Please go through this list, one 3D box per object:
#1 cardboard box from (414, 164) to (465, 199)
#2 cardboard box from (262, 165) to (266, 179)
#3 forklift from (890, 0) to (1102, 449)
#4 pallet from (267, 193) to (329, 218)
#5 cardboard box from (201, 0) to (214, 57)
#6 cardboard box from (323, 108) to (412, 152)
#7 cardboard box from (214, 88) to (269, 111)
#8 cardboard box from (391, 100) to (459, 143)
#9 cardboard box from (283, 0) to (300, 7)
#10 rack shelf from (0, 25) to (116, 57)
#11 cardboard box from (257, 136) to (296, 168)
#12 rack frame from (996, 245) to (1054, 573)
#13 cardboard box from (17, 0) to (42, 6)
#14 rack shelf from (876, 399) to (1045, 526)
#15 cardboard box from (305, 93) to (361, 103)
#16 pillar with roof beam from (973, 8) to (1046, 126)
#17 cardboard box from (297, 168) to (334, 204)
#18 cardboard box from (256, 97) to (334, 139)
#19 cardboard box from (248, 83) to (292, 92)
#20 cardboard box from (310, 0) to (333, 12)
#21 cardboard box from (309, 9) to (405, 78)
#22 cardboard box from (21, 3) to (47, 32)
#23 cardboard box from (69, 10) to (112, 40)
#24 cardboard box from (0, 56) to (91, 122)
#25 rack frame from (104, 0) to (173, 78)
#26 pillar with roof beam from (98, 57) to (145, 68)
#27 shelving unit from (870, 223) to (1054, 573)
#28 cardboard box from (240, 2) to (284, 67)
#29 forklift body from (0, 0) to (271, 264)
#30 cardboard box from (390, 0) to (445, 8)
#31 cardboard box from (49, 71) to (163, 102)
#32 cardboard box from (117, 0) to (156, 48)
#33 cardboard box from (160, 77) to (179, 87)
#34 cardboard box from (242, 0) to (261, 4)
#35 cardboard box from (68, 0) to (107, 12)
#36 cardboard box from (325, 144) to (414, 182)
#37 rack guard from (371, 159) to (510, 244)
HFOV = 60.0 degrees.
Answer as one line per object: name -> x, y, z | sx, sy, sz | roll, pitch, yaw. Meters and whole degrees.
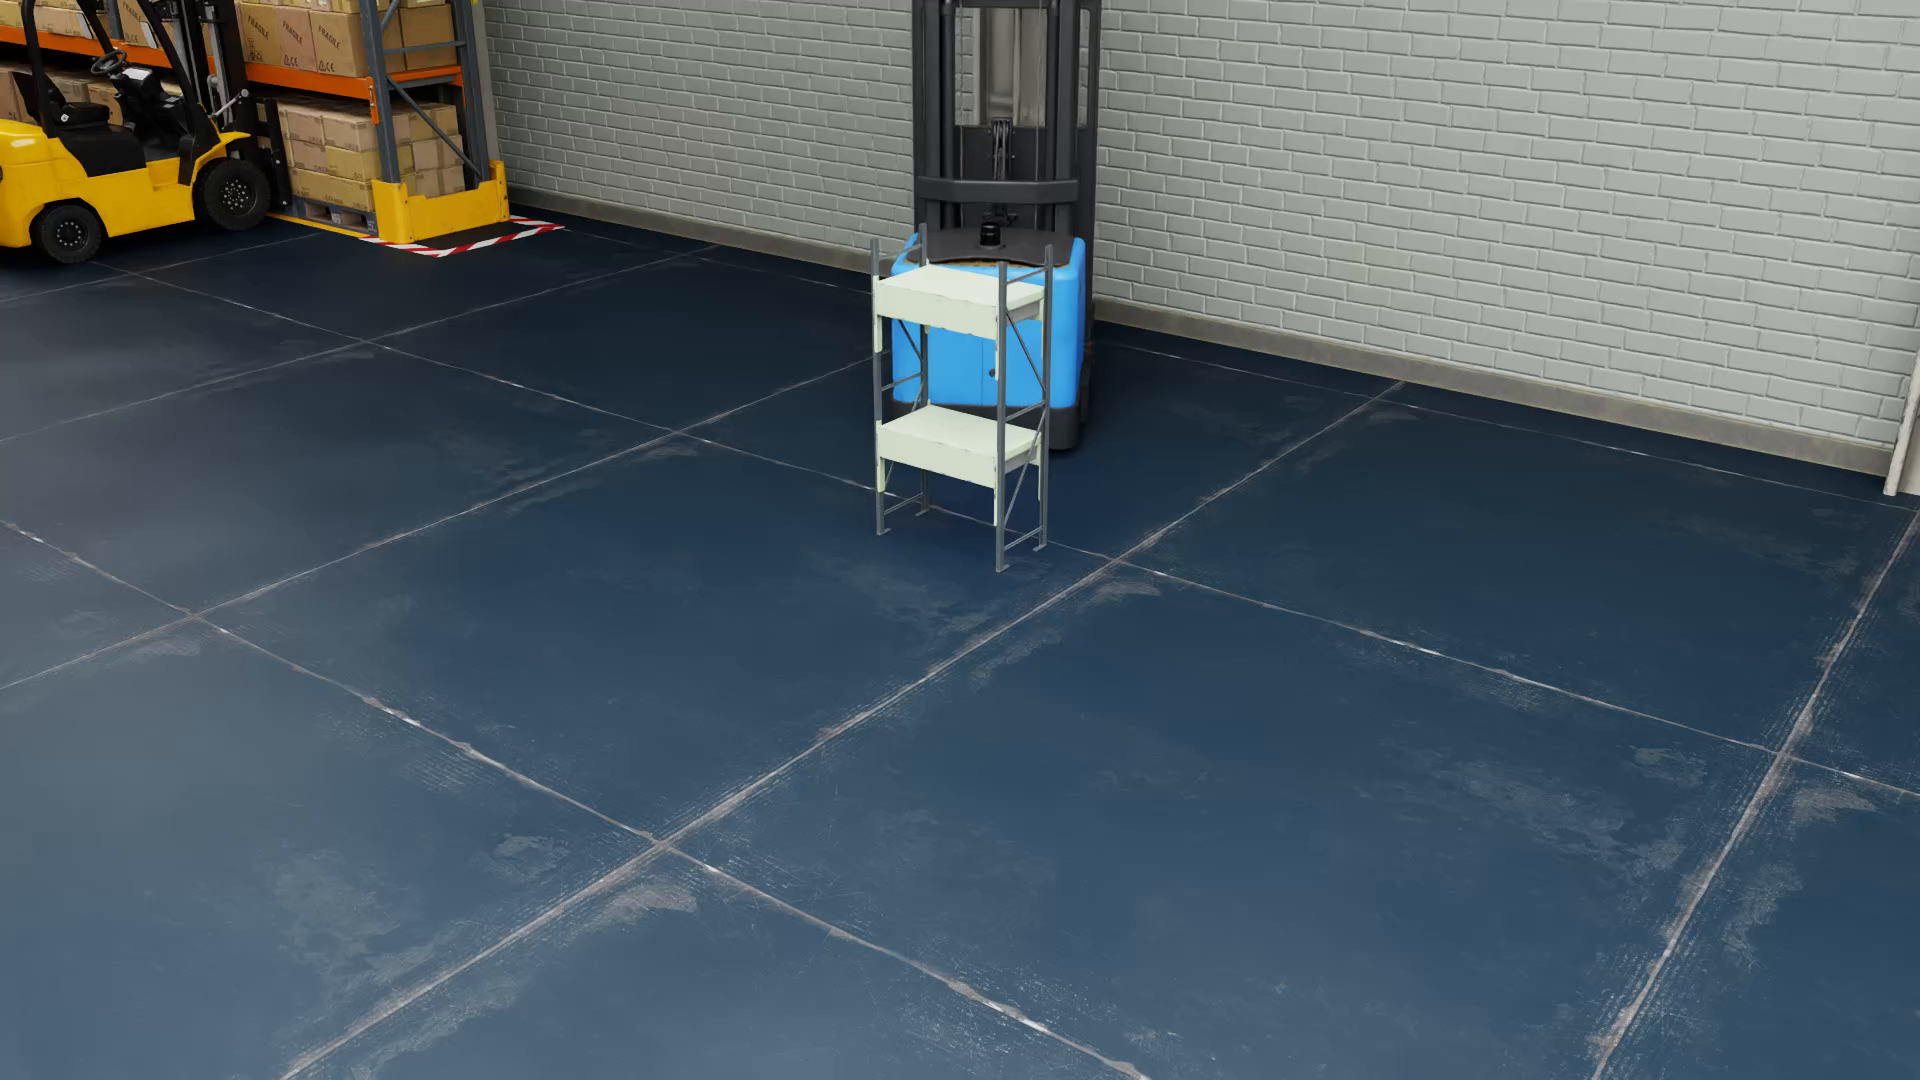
cardboard box -> -4.724, -3.178, 14.631 | 0.500, 0.250, 0.500 | 17, 29, 34
cardboard box -> -6.230, -3.373, 15.075 | 0.500, 0.250, 0.500 | 18, 29, 35
forklift -> 0.295, -2.402, 10.066 | 1.130, 2.935, 3.031 | 3, 24, 6
pallet -> -6.058, -3.253, 15.370 | 1.213, 0.211, 1.003 | 17, 29, 33
cardboard box -> -6.618, -4.641, 14.939 | 0.500, 0.500, 0.500 | 16, 29, 33
cardboard box -> -5.004, -3.464, 14.041 | 0.500, 0.250, 0.500 | 18, 29, 35
cardboard box -> -6.642, -3.959, 15.164 | 0.500, 0.250, 0.500 | 18, 29, 35
cardboard box -> -4.720, -3.631, 14.419 | 0.500, 0.250, 0.500 | 16, 29, 33
cardboard box -> -5.479, -4.596, 14.033 | 0.250, 0.149, 0.380 | 17, 29, 33
rack shelf -> -9.250, -5.184, 17.187 | 4.000, 0.370, 1.077 | 17, 29, 33
cardboard box -> -5.846, -3.484, 14.707 | 0.500, 0.250, 0.500 | 16, 28, 32
rack frame -> 0.298, -0.596, 7.743 | 0.023, 1.500, 0.400 | 17, 29, 33
cardboard box -> -9.017, -5.473, 16.518 | 0.500, 0.250, 0.500 | 17, 29, 34
rack shelf -> 0.005, -0.386, 8.075 | 0.720, 0.370, 0.431 | 17, 29, 33
cardboard box -> -5.516, -3.875, 14.973 | 0.500, 0.250, 0.500 | 17, 29, 33
pillar with roof beam -> -2.246, -4.427, 7.136 | 0.400, 9.000, 9.100 | 17, 29, 33
cardboard box -> -5.406, -3.131, 14.525 | 0.500, 0.250, 0.500 | 17, 29, 33
cardboard box -> -5.826, -3.705, 14.587 | 0.500, 0.250, 0.500 | 17, 29, 34
cardboard box -> -6.329, -4.120, 15.529 | 0.500, 0.250, 0.500 | 17, 29, 34
cardboard box -> -5.117, -4.450, 13.702 | 0.250, 0.149, 0.380 | 17, 29, 34
cardboard box -> -5.000, -4.142, 13.807 | 0.500, 0.500, 0.500 | 16, 28, 32
cardboard box -> -8.994, -5.248, 16.626 | 0.500, 0.250, 0.500 | 17, 29, 34
cardboard box -> -8.210, -4.998, 16.060 | 0.500, 0.250, 0.500 | 18, 29, 34
cardboard box -> -9.832, -4.791, 17.829 | 0.625, 0.625, 0.875 | 18, 29, 35
rack frame -> -7.649, -5.029, 15.944 | 0.127, 3.000, 1.000 | 17, 29, 33
pillar with roof beam -> -11.848, -7.328, 13.722 | 0.400, 9.000, 9.100 | 17, 29, 33
shelving unit -> 0.005, -0.685, 7.944 | 0.755, 1.500, 0.431 | 17, 29, 33
cardboard box -> -5.820, -4.394, 14.379 | 0.500, 0.500, 0.500 | 16, 29, 32
forklift body -> -7.060, -3.544, 13.625 | 1.214, 2.155, 2.313 | 17, 29, 33
cardboard box -> -4.565, -4.570, 13.974 | 0.250, 0.149, 0.380 | 16, 28, 32
cardboard box -> -8.690, -4.447, 17.048 | 0.625, 0.625, 0.875 | 16, 29, 33
cardboard box -> -7.451, -4.884, 15.489 | 0.500, 0.500, 0.500 | 16, 28, 32
cardboard box -> -7.451, -4.203, 15.717 | 0.500, 0.250, 0.500 | 16, 29, 33
cardboard box -> -5.935, -4.700, 14.269 | 0.250, 0.149, 0.380 | 17, 29, 34
cardboard box -> -8.196, -5.226, 15.956 | 0.500, 0.250, 0.500 | 16, 28, 32
cardboard box -> -5.026, -3.242, 14.156 | 0.500, 0.250, 0.500 | 16, 29, 33
rack guard -> -4.430, -2.912, 14.240 | 0.348, 0.500, 1.175 | 17, 29, 33
